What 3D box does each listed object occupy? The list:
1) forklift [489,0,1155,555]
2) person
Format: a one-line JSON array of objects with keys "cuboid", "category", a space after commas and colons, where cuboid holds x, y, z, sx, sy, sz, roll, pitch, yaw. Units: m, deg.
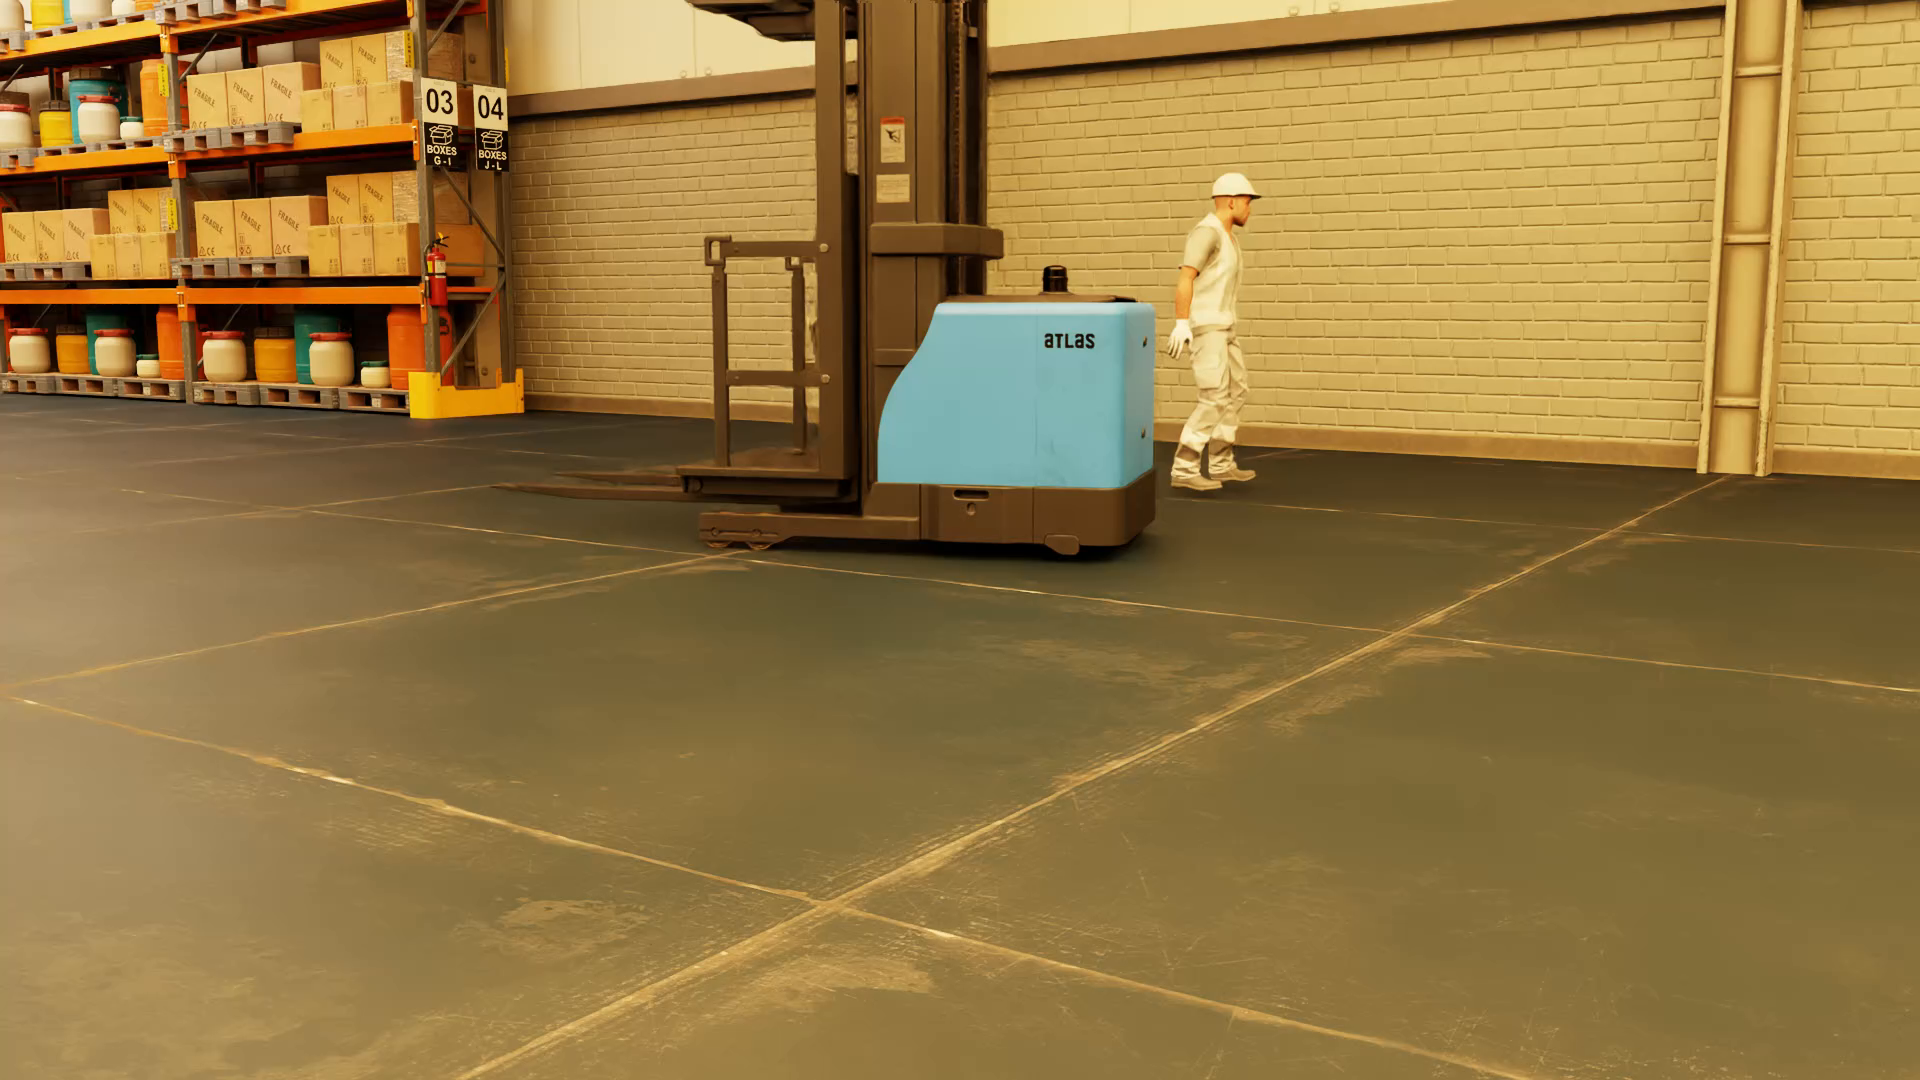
[{"cuboid": [-0.662, -1.475, 7.566, 3.031, 2.935, 1.130, 2, 8, 14], "category": "forklift"}, {"cuboid": [1.440, -1.159, 9.294, 0.442, 1.745, 0.866, 3, 9, 22], "category": "person"}]
